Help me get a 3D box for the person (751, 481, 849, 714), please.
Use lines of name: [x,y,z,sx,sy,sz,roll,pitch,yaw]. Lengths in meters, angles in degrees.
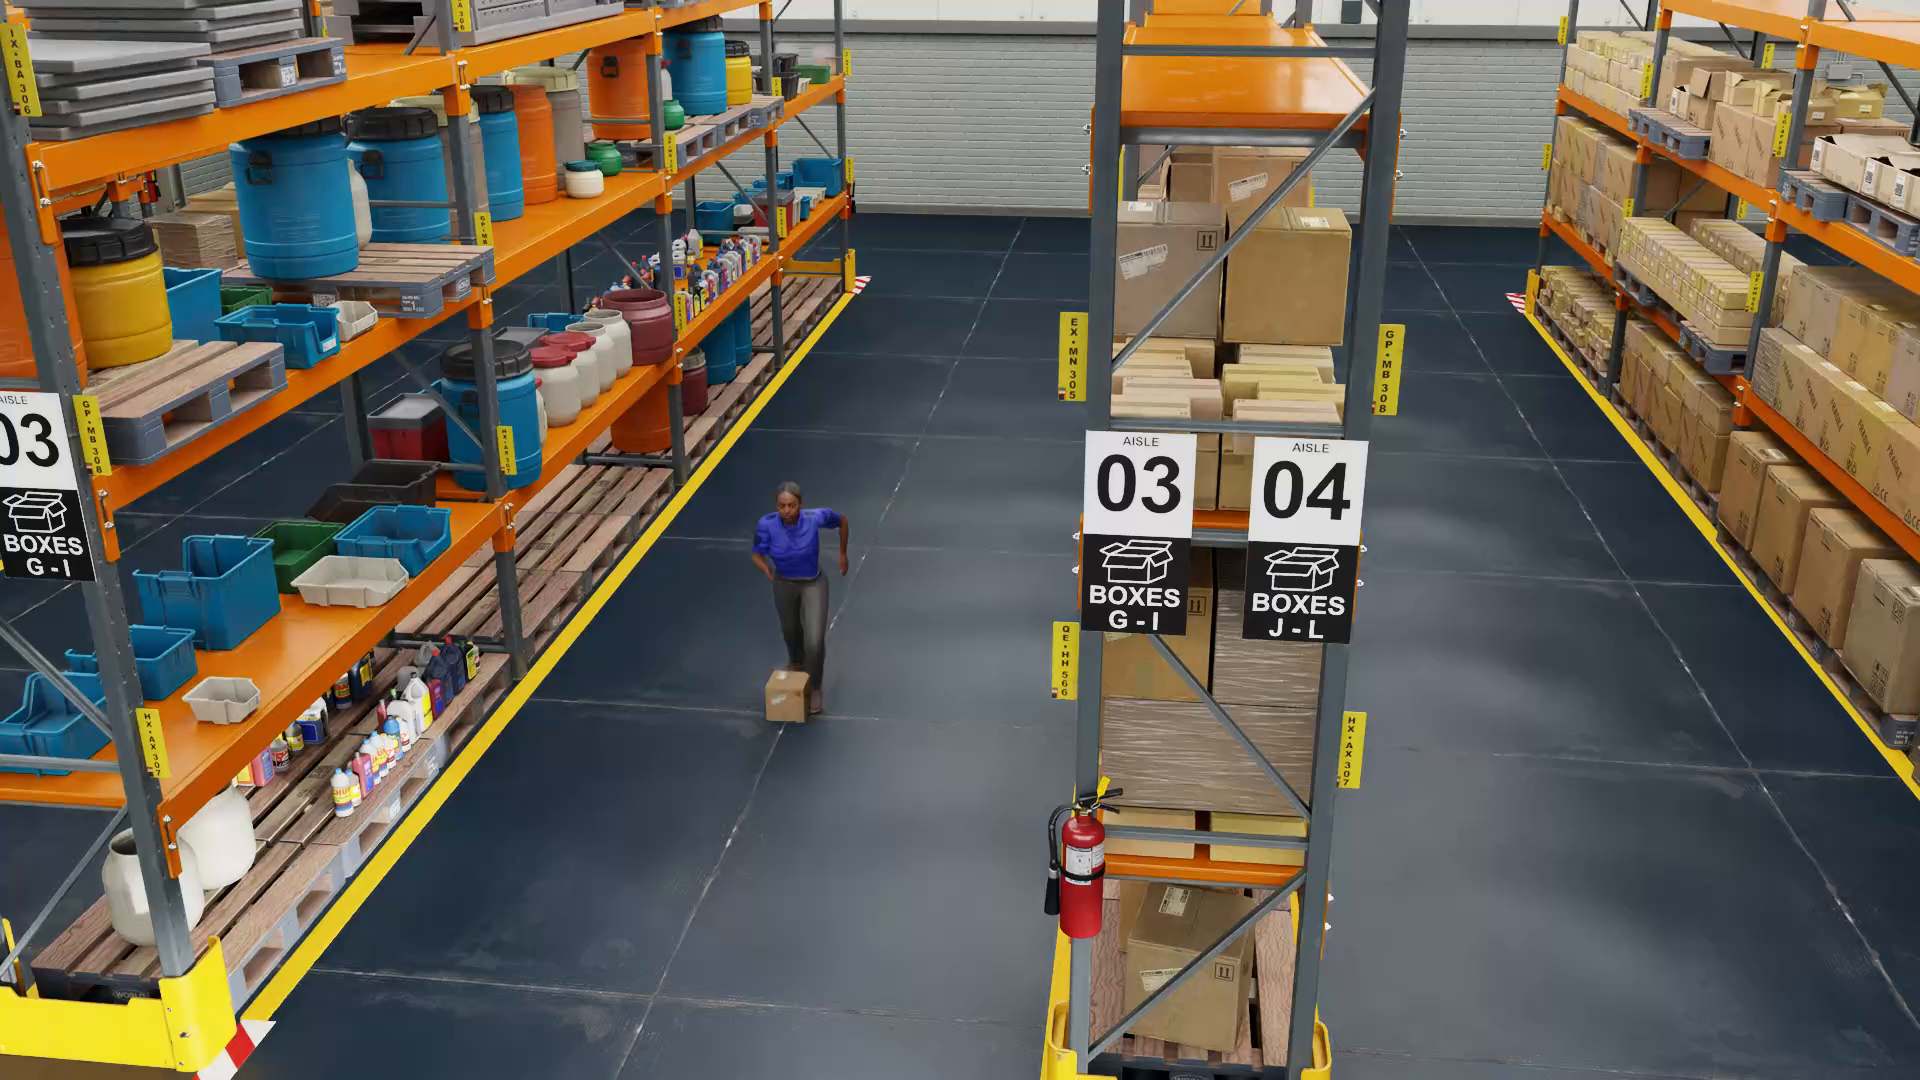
person: [-1.030,0.311,10.767,0.571,1.573,0.916,4,22,10]
